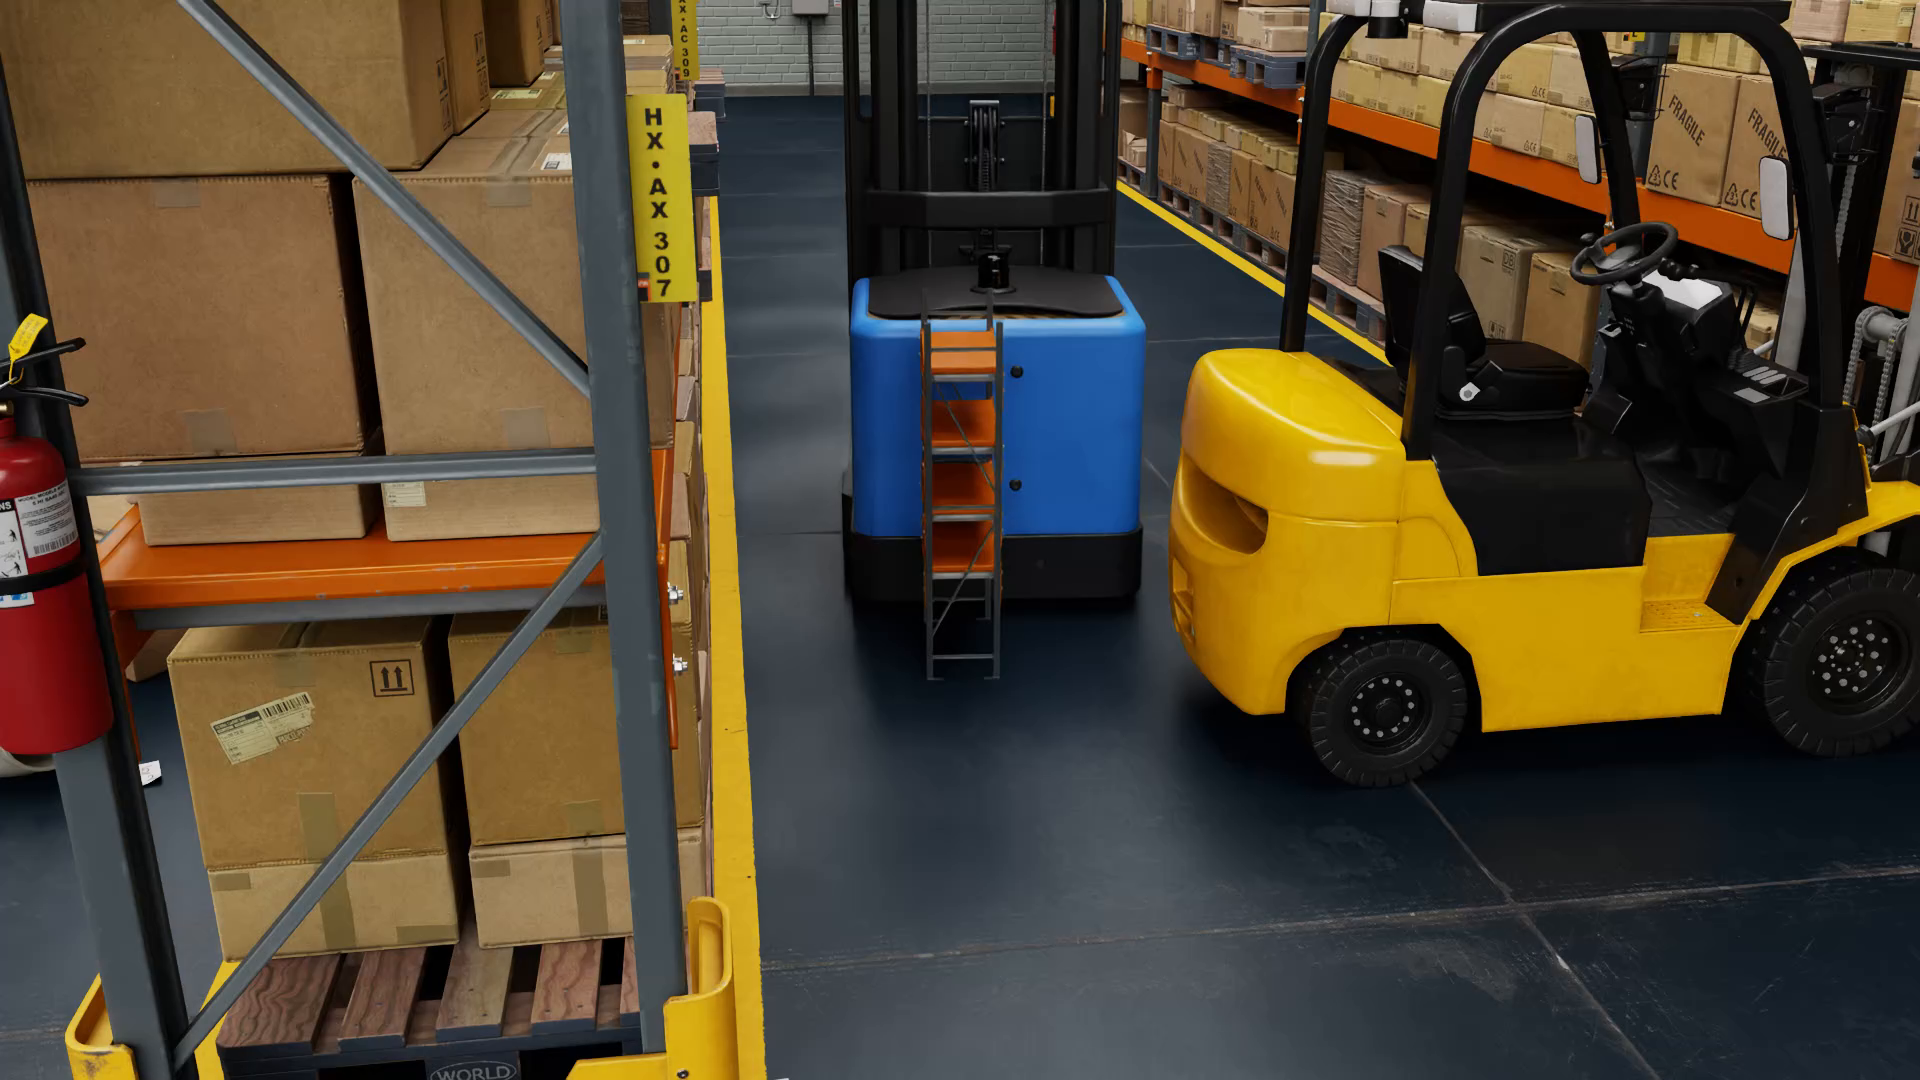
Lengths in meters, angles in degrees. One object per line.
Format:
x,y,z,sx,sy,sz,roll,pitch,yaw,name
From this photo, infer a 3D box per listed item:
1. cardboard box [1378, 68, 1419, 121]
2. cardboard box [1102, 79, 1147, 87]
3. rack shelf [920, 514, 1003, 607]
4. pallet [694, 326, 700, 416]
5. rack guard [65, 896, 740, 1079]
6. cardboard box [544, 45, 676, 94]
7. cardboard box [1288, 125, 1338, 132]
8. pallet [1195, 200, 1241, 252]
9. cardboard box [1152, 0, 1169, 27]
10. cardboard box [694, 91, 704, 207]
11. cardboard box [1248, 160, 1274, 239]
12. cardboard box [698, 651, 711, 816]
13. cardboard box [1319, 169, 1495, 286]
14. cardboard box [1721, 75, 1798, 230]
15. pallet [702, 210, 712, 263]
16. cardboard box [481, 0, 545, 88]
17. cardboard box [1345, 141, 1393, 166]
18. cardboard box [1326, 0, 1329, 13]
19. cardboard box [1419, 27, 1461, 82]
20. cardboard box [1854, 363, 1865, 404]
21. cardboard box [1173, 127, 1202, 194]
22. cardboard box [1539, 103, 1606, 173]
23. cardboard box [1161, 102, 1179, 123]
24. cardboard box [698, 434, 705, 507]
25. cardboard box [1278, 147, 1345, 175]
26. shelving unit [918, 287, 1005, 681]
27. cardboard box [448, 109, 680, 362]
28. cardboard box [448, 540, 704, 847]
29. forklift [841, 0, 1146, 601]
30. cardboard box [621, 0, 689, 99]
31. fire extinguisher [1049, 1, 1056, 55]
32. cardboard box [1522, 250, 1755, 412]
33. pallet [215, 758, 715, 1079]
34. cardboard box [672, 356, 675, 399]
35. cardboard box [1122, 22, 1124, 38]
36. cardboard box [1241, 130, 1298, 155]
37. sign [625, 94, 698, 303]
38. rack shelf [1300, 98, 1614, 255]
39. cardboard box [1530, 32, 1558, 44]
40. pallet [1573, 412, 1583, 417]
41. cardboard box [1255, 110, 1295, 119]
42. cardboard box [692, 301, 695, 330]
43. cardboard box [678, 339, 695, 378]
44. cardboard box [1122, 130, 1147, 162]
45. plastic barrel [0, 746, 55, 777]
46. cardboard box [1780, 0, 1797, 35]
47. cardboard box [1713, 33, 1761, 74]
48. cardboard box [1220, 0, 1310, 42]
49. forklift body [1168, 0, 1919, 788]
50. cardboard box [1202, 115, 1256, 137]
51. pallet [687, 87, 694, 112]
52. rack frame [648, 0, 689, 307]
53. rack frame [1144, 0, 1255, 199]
2.717,-2.538,9.438,0.500,0.250,0.500,-4,21,-10,cardboard box
1.588,-4.707,17.999,0.797,0.503,0.637,-4,21,-10,cardboard box
0.000,0.061,5.592,0.258,0.148,0.480,-1,21,-2,rack shelf
-1.881,-0.876,8.761,1.003,0.211,1.213,-3,21,-8,pallet
-1.023,1.040,3.218,1.175,0.500,0.348,-3,21,-8,rack guard
-1.197,-1.357,5.494,0.500,0.500,0.500,-2,21,-6,cardboard box
2.740,-3.097,12.767,0.380,0.149,0.250,-3,21,-7,cardboard box
2.504,-2.502,13.113,1.003,0.211,1.213,-3,21,-8,pallet
2.018,-4.576,13.938,0.700,0.500,0.500,-2,21,-6,cardboard box
-2.435,-2.938,12.732,0.875,0.875,0.875,-2,21,-6,cardboard box
2.411,-2.461,11.992,0.500,0.500,0.500,-3,21,-9,cardboard box
-0.920,0.516,4.377,0.500,0.250,0.500,-2,21,-6,cardboard box
2.823,-1.994,10.562,0.875,0.625,0.625,-2,21,-6,cardboard box
3.220,-1.442,6.147,0.500,0.500,0.500,-3,21,-7,cardboard box
-2.377,-2.267,12.483,1.003,0.211,1.213,-3,21,-8,pallet
-1.477,-1.452,4.320,0.700,0.500,0.500,-3,21,-8,cardboard box
2.968,-2.746,11.825,0.380,0.149,0.250,-2,21,-6,cardboard box
2.501,-3.352,10.333,0.380,0.149,0.250,-2,21,-6,cardboard box
2.796,-2.593,8.872,0.500,0.250,0.500,-3,21,-7,cardboard box
3.297,-0.404,5.411,0.500,0.250,0.500,-3,21,-9,cardboard box
2.103,-3.174,13.901,0.500,0.500,0.500,-3,21,-8,cardboard box
2.992,-1.832,7.550,0.500,0.250,0.500,-2,21,-7,cardboard box
1.958,-3.703,14.390,0.380,0.149,0.250,-2,21,-5,cardboard box
-1.237,-0.207,6.314,0.500,0.250,0.500,-2,21,-5,cardboard box
2.425,-2.614,11.474,0.380,0.149,0.250,-4,21,-10,cardboard box
0.000,-0.187,5.497,0.258,1.200,0.503,-1,21,-2,shelving unit
-0.883,-0.648,3.597,0.500,0.500,0.500,-2,21,-6,cardboard box
-0.858,0.334,3.793,0.500,0.500,0.500,-4,21,-10,cardboard box
0.074,-1.623,6.873,1.130,2.935,3.031,-1,20,-2,forklift
-1.372,-2.050,6.748,0.500,0.500,0.500,-2,21,-6,cardboard box
1.115,-5.713,18.368,0.296,0.674,0.183,-3,21,-8,fire extinguisher
3.237,-1.006,7.916,0.875,0.625,0.625,-2,21,-5,cardboard box
-1.105,0.892,4.026,1.003,0.211,1.213,-3,21,-8,pallet
-0.855,-0.388,3.827,0.380,0.149,0.250,-3,21,-7,cardboard box
1.678,-4.848,15.769,0.380,0.149,0.250,-3,21,-9,cardboard box
2.331,-2.981,12.455,0.380,0.149,0.250,-3,21,-9,cardboard box
-0.475,-0.538,2.632,0.100,0.325,0.005,-3,21,-8,sign
3.035,-2.097,9.072,1.077,0.370,4.000,-3,21,-8,rack shelf
2.847,-2.459,7.944,0.380,0.149,0.250,-4,21,-9,cardboard box
3.178,-0.688,8.257,1.003,0.211,1.213,-3,21,-8,pallet
2.658,-3.466,13.755,0.380,0.149,0.250,-4,21,-10,cardboard box
-1.979,-1.389,9.304,0.950,0.372,0.625,-3,21,-9,cardboard box
-1.162,-0.382,5.711,0.500,0.500,0.500,-3,21,-7,cardboard box
1.747,-3.729,15.720,0.396,0.266,0.258,-2,21,-6,cardboard box
-2.808,0.463,4.871,0.512,0.421,0.421,12,24,30,plastic barrel
3.248,-1.932,6.108,0.380,0.149,0.250,-3,21,-9,cardboard box
3.148,-1.879,6.390,0.380,0.149,0.250,-2,21,-6,cardboard box
2.328,-3.927,12.196,0.797,0.503,0.637,-3,21,-9,cardboard box
1.821,-0.523,5.044,2.313,2.155,1.214,-3,21,-8,forklift body
2.175,-3.340,13.418,0.380,0.149,0.250,-3,21,-8,cardboard box
-1.839,-2.102,8.330,1.003,0.211,1.213,-3,21,-8,pallet
-1.588,-1.490,6.418,1.000,3.000,0.127,-3,21,-8,rack frame
2.170,-4.511,14.508,1.000,3.000,0.127,-3,21,-8,rack frame
